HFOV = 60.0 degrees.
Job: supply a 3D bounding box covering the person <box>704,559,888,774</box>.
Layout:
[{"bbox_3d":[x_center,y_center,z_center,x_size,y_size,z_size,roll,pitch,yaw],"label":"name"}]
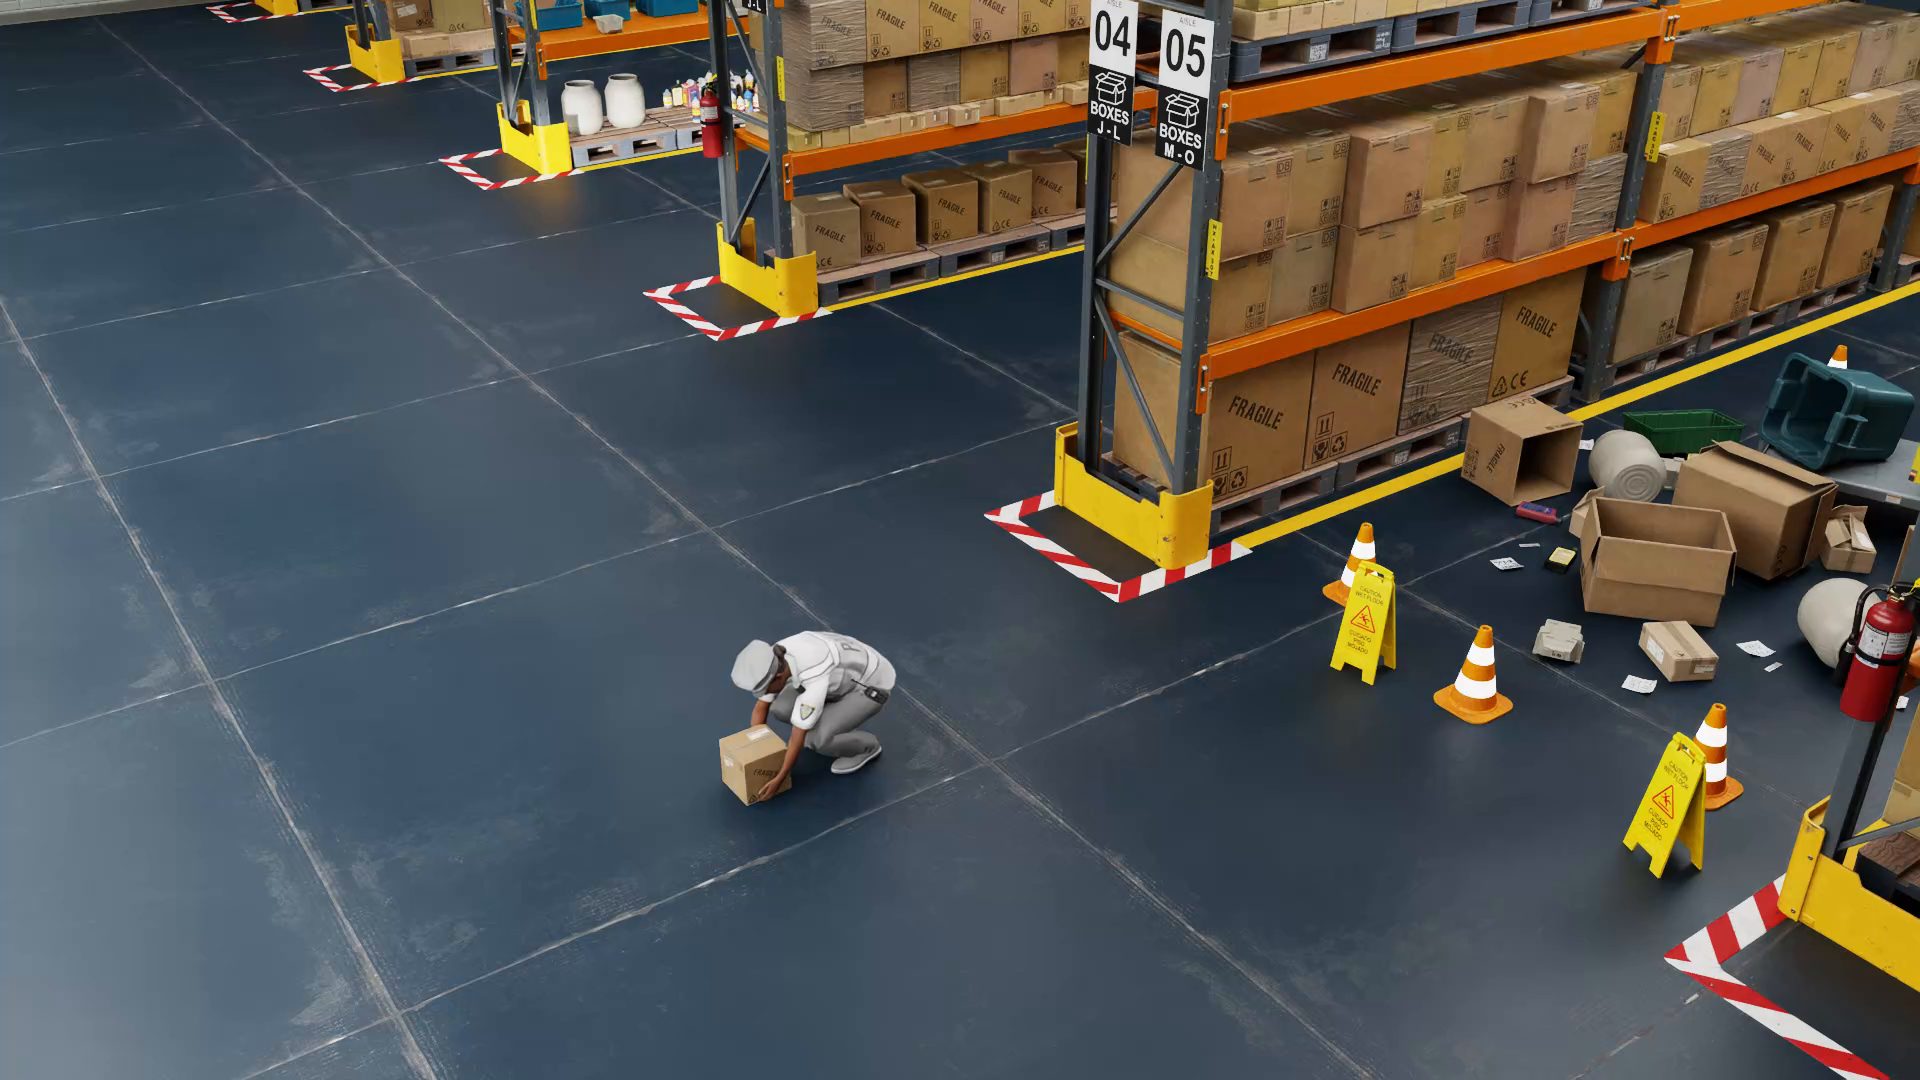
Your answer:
[{"bbox_3d":[-0.777,0.633,8.019,0.938,1.142,0.421,-20,35,-32],"label":"person"}]
